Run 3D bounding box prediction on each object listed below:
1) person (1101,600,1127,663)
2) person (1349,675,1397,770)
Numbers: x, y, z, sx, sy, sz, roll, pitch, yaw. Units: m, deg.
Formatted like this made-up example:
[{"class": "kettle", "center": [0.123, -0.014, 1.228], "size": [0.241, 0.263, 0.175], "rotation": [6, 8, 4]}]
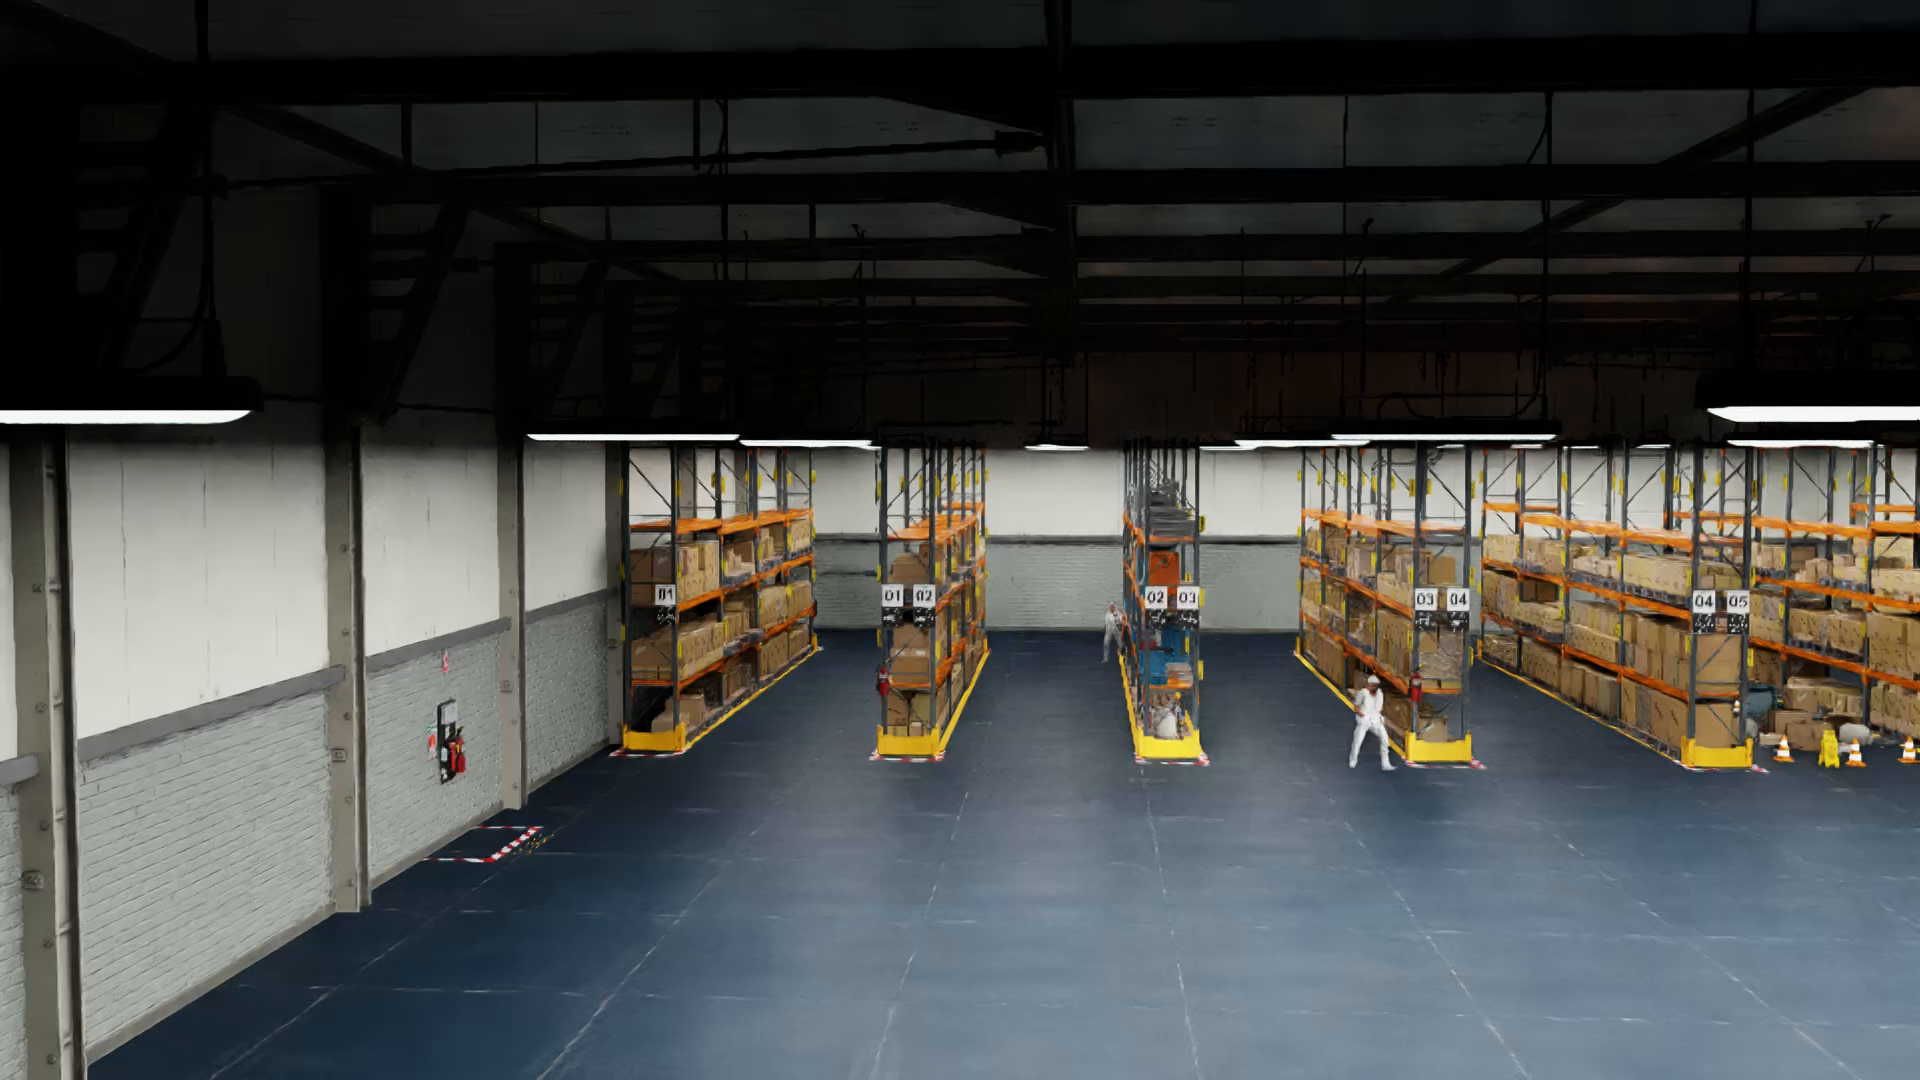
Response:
[{"class": "person", "center": [4.178, 2.466, 44.931], "size": [0.585, 1.705, 0.985], "rotation": [1, 3, 25]}, {"class": "person", "center": [7.354, 3.257, 29.833], "size": [0.704, 1.716, 0.810], "rotation": [-1, 3, -14]}]
